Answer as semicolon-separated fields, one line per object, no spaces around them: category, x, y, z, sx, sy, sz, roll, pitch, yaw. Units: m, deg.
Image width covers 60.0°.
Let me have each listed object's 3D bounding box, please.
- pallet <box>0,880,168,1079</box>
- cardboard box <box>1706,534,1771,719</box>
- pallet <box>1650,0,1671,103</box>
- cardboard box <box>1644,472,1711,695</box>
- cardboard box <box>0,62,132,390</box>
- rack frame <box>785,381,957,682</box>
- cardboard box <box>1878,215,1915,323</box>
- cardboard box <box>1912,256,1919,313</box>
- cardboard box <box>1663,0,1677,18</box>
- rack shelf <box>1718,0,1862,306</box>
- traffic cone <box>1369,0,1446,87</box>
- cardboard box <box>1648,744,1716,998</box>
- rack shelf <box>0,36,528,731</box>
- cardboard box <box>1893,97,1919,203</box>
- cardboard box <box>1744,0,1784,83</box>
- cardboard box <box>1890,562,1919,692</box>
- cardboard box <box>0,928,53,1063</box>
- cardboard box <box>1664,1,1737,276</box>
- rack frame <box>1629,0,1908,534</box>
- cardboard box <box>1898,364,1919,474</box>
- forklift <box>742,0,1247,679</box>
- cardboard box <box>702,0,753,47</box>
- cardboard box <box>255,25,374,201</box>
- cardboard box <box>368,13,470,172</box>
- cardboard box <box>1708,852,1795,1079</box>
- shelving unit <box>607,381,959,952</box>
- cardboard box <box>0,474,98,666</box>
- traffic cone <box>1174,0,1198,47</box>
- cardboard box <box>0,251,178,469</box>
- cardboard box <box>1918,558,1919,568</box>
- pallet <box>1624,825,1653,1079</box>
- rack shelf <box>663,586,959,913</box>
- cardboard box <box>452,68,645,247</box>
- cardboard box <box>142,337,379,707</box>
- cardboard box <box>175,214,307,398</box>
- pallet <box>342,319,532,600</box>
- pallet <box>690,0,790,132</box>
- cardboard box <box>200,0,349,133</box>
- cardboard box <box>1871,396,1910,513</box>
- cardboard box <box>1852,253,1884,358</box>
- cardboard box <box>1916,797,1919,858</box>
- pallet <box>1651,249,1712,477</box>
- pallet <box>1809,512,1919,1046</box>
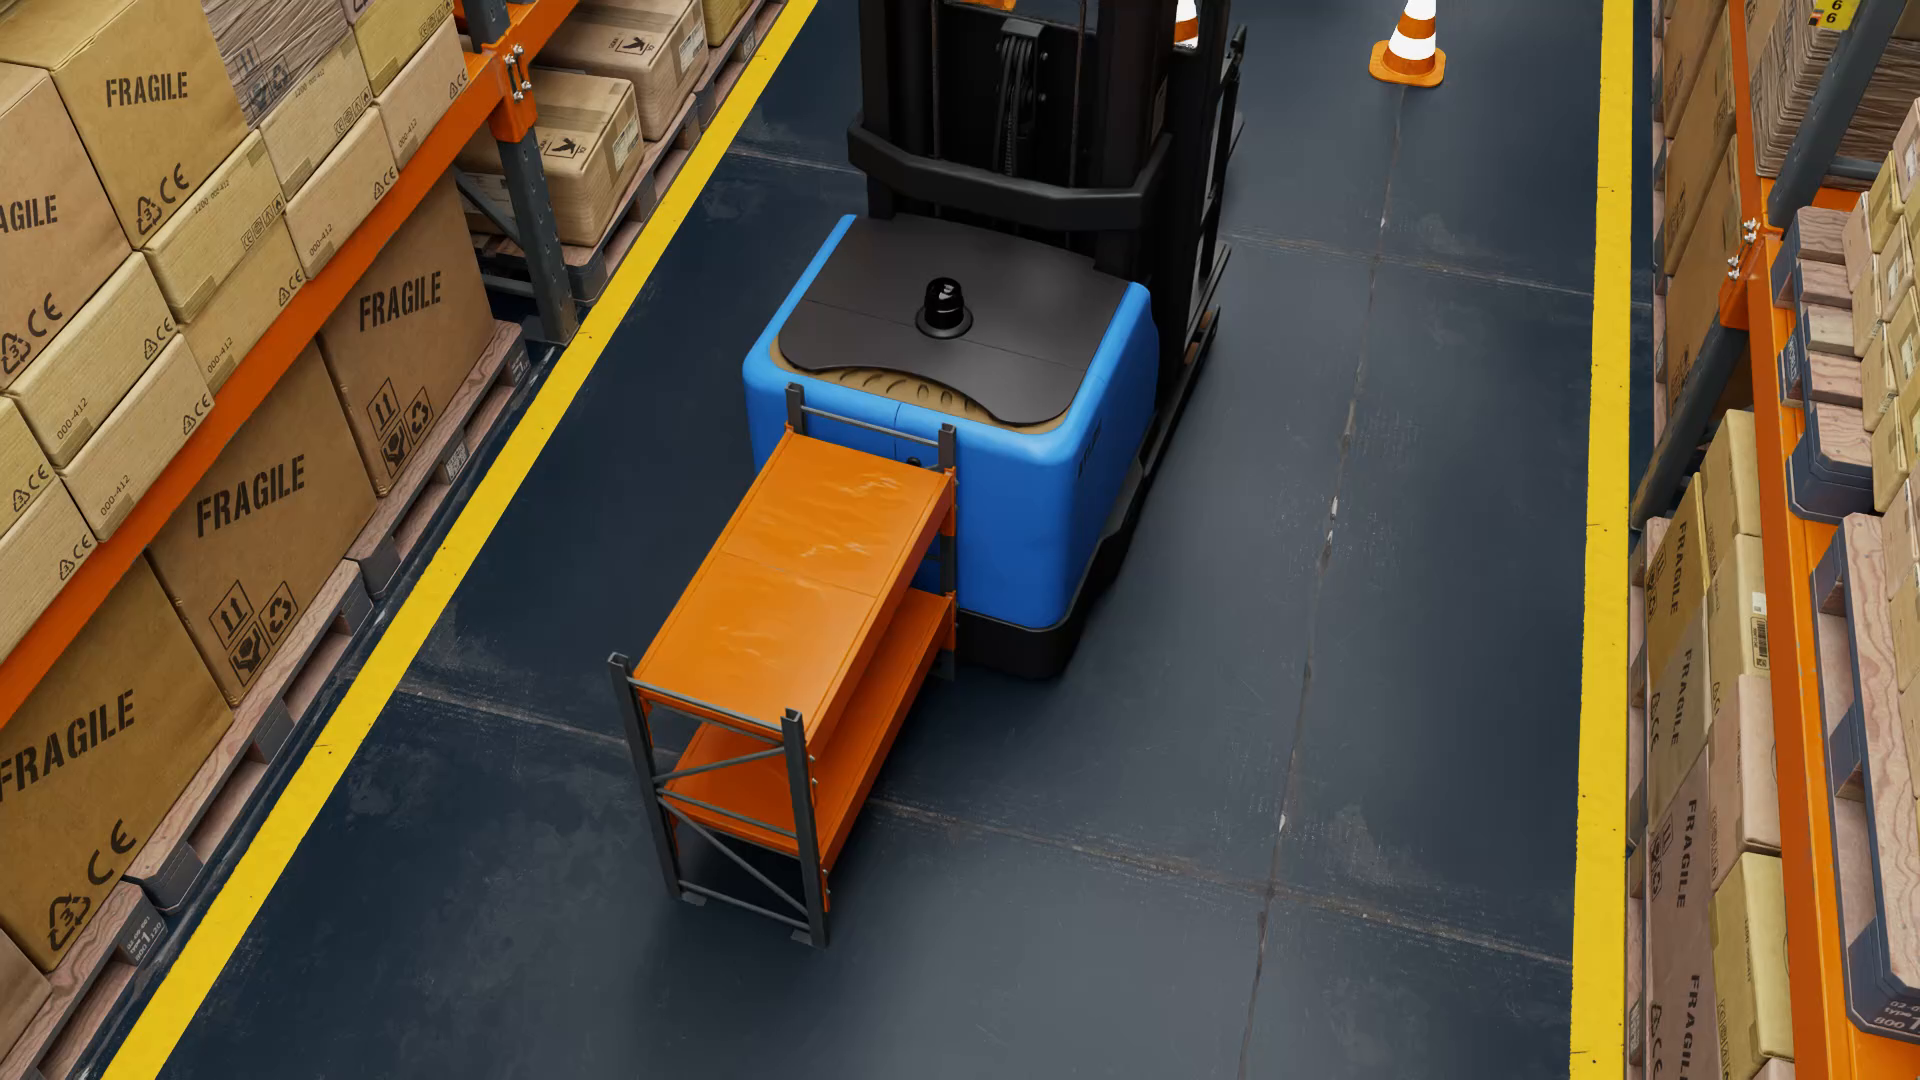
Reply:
pallet;-2.900;1.370;4.400;1.003;0.211;1.213;12;50;10
cardboard box;2.276;0.289;4.382;0.500;0.250;0.500;11;49;10
pallet;3.747;-2.367;7.698;1.003;0.211;1.213;12;50;10
cardboard box;2.392;0.180;4.977;0.500;0.500;0.500;10;49;8
cardboard box;-2.266;-0.716;3.648;0.500;0.500;0.500;11;49;9
rack frame;-0.248;0.006;4.994;0.500;1.125;0.032;16;50;14
cardboard box;2.434;-0.617;3.983;0.380;0.149;0.250;14;50;12
cardboard box;2.379;-0.554;3.729;0.380;0.149;0.250;11;50;10
cardboard box;3.801;-2.790;7.432;1.050;0.750;0.750;11;50;10
rack shelf;3.351;-2.178;6.151;1.077;0.370;4.000;12;50;10
traffic cone;2.068;-2.351;7.516;0.336;0.463;0.334;12;50;10
cardboard box;2.133;0.917;4.327;0.500;0.500;0.500;10;49;9
rack shelf;-2.504;-0.188;4.395;1.077;0.370;4.000;12;50;10
cardboard box;2.515;-0.923;4.054;0.380;0.149;0.250;12;50;10
cardboard box;2.817;-1.742;5.220;0.500;0.500;0.500;12;50;10
cardboard box;2.165;0.218;3.444;0.380;0.149;0.250;12;50;11
cardboard box;-2.944;1.120;3.898;0.875;0.875;0.875;13;50;11
cardboard box;3.298;-1.419;6.223;1.050;0.750;0.750;12;50;11
rack frame;2.824;-0.969;4.605;1.000;3.000;0.127;12;50;10
cardboard box;2.301;-0.241;3.651;0.380;0.149;0.250;12;50;10
forklift;0.350;-1.660;5.261;1.130;2.935;3.031;16;50;14
cardboard box;-1.428;-2.632;7.545;0.950;0.372;0.625;13;50;11
cardboard box;-1.991;-1.217;4.590;0.500;0.250;0.500;10;49;9
cardboard box;-1.860;-1.406;5.091;0.500;0.250;0.500;10;49;9
cardboard box;1.997;1.021;3.735;0.500;0.250;0.500;10;49;8
shelving unit;-0.429;0.363;4.680;0.538;1.125;1.048;16;50;14
cardboard box;-2.375;0.062;3.795;0.500;0.250;0.500;11;50;10
traffic cone;0.988;-2.346;7.512;0.336;0.463;0.334;12;50;10
cardboard box;-2.243;-0.467;3.928;0.500;0.250;0.500;10;49;9
cardboard box;2.166;0.118;3.334;0.380;0.149;0.250;11;50;10
pallet;2.294;1.398;4.375;1.003;0.211;1.213;12;50;10
rack shelf;-0.429;0.524;4.863;0.538;0.278;1.000;16;50;14
cardboard box;-1.819;-1.549;6.589;0.950;0.372;0.625;9;49;7
cardboard box;-2.478;-0.181;5.046;0.875;0.875;0.875;12;50;10
cardboard box;-2.128;-0.673;4.443;0.500;0.250;0.500;11;50;10
pallet;-2.258;-0.395;5.958;1.003;0.211;1.213;12;50;10
pallet;-1.447;-2.395;7.723;1.003;0.211;1.213;12;50;10
cardboard box;-1.988;-1.439;4.285;0.500;0.500;0.500;12;50;11
cardboard box;2.301;-0.156;3.775;0.380;0.149;0.250;14;50;12
cardboard box;2.441;-0.547;4.120;0.380;0.149;0.250;14;50;12
cardboard box;2.025;0.599;3.108;0.380;0.149;0.250;14;50;12
pallet;3.105;-0.602;6.140;1.003;0.211;1.213;12;50;10
pallet;2.343;0.534;3.406;1.003;0.211;1.213;12;50;10
